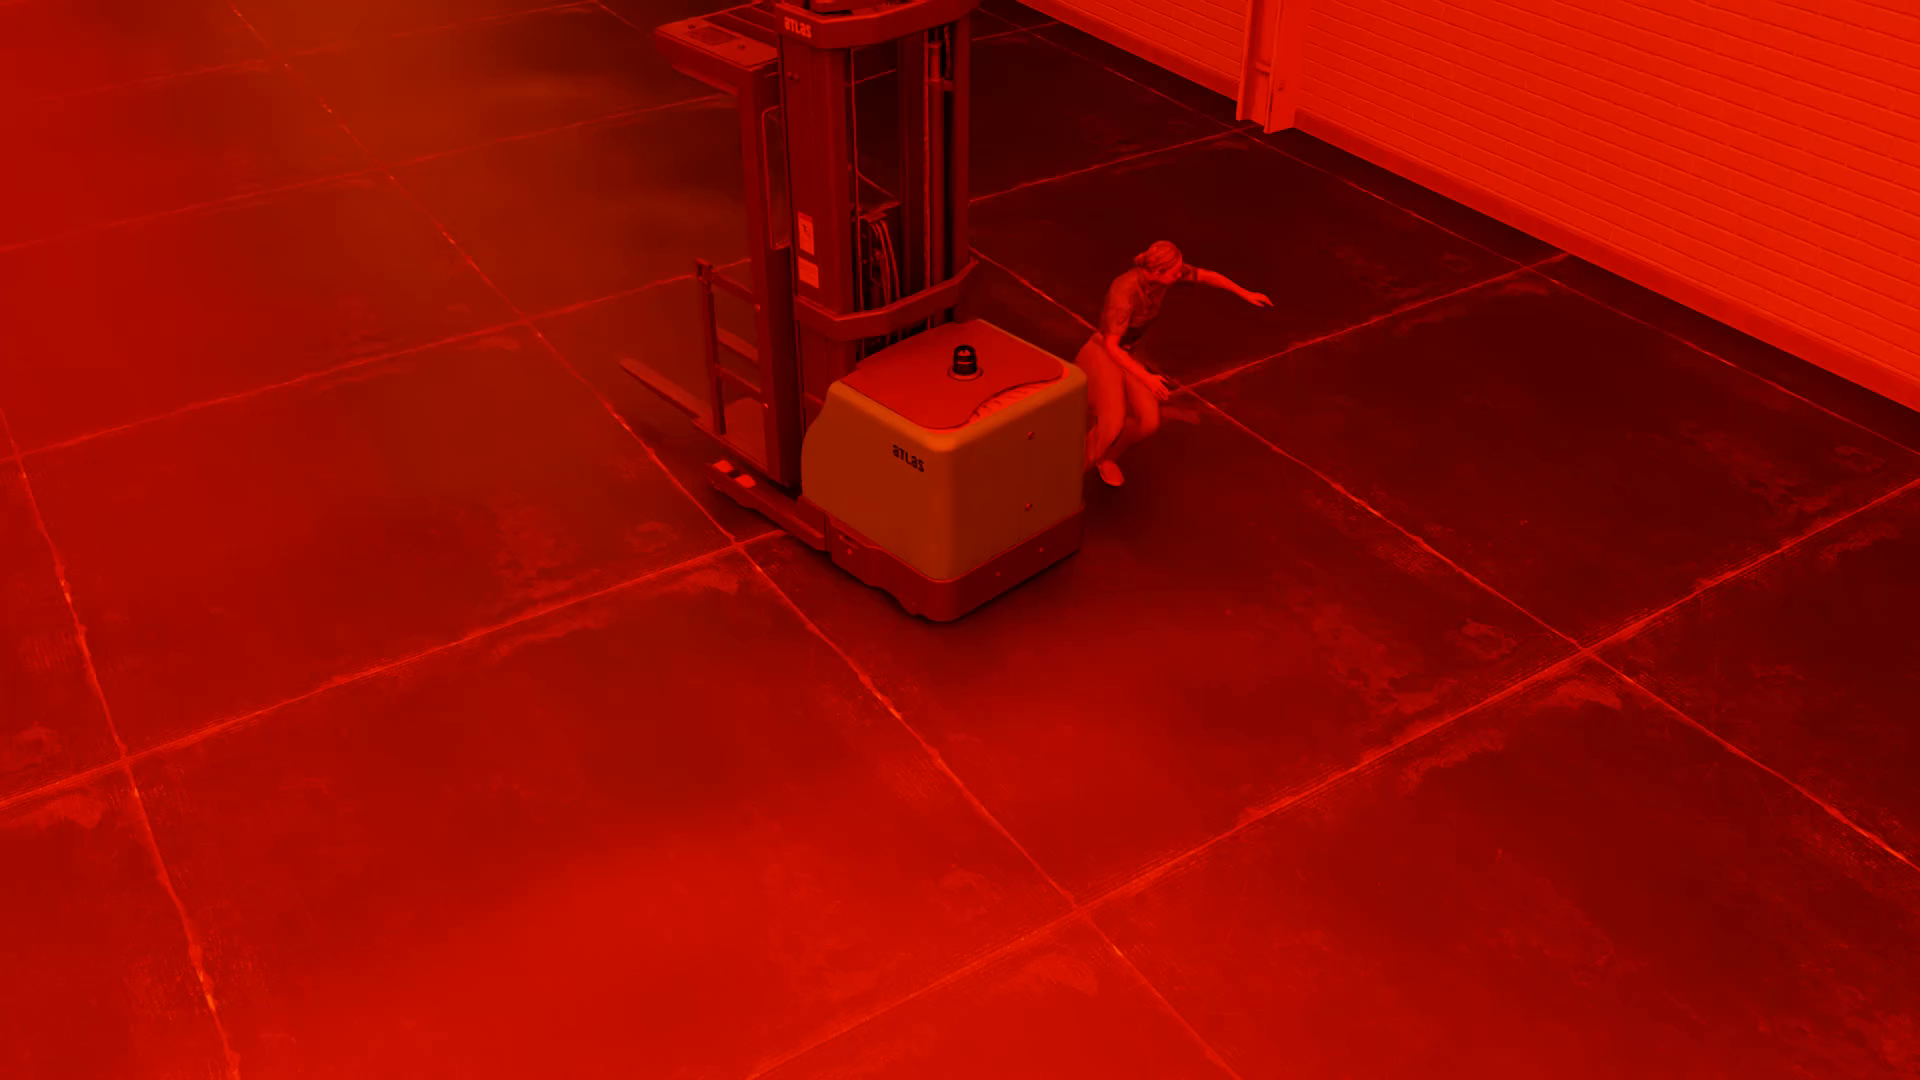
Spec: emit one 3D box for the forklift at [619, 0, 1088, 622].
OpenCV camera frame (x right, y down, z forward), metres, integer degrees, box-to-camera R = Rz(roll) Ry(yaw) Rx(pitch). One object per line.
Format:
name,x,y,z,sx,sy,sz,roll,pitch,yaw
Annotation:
forklift,-0.738,-1.562,8.370,1.130,2.935,3.031,-28,44,-34

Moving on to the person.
person,0.945,-0.862,8.733,0.797,1.414,1.342,25,42,31
